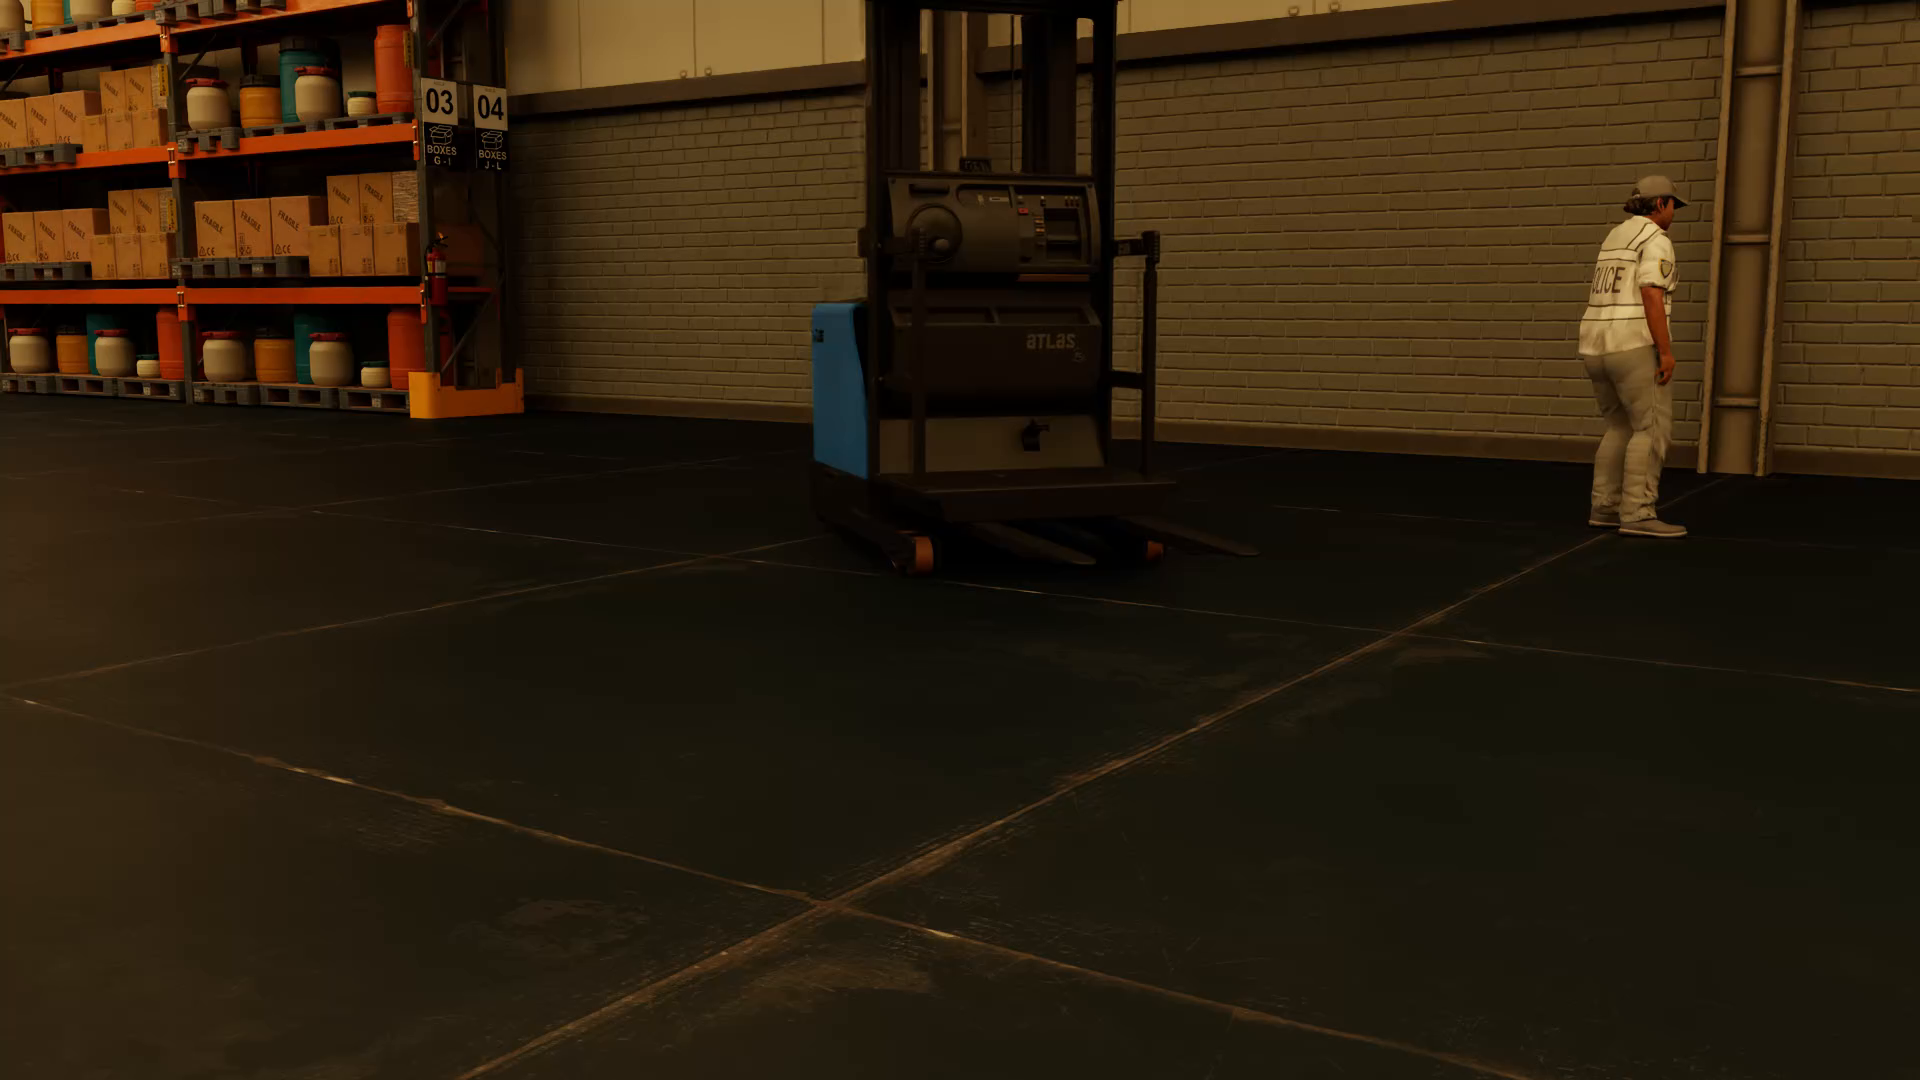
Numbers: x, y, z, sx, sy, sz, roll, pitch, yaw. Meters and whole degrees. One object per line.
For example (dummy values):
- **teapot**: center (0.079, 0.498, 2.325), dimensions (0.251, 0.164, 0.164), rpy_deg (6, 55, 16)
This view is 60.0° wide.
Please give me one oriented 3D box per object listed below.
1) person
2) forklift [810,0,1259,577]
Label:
- **person**: center (3.178, -0.866, 7.788), dimensions (0.467, 1.665, 0.557), rpy_deg (-1, 8, -7)
- **forklift**: center (0.220, -1.369, 6.817), dimensions (1.130, 2.935, 3.031), rpy_deg (-3, 9, -19)
